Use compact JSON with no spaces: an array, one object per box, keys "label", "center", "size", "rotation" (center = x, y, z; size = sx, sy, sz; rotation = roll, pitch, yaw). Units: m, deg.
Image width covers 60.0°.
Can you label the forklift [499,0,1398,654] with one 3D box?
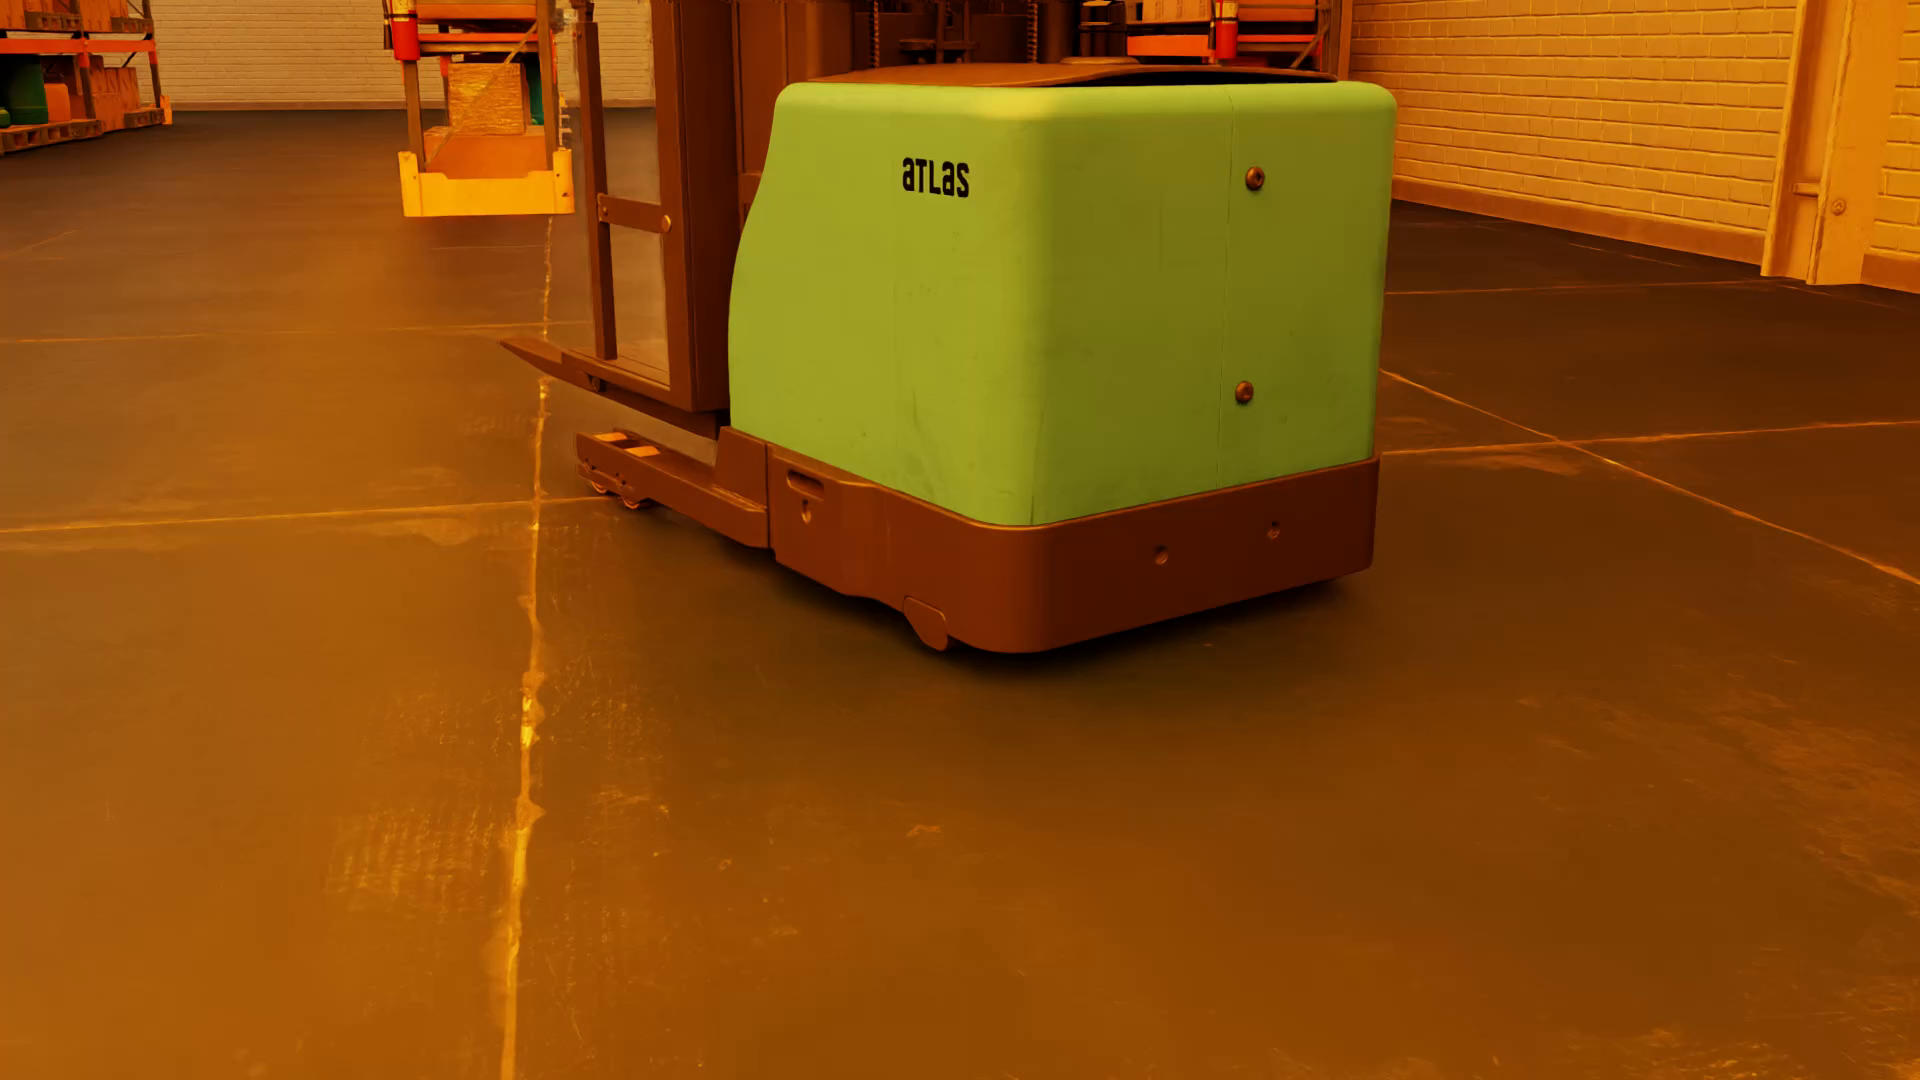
[{"label":"forklift","center":[-0.365,-1.552,4.095],"size":[1.130,2.935,3.031],"rotation":[-11,20,-34]}]
